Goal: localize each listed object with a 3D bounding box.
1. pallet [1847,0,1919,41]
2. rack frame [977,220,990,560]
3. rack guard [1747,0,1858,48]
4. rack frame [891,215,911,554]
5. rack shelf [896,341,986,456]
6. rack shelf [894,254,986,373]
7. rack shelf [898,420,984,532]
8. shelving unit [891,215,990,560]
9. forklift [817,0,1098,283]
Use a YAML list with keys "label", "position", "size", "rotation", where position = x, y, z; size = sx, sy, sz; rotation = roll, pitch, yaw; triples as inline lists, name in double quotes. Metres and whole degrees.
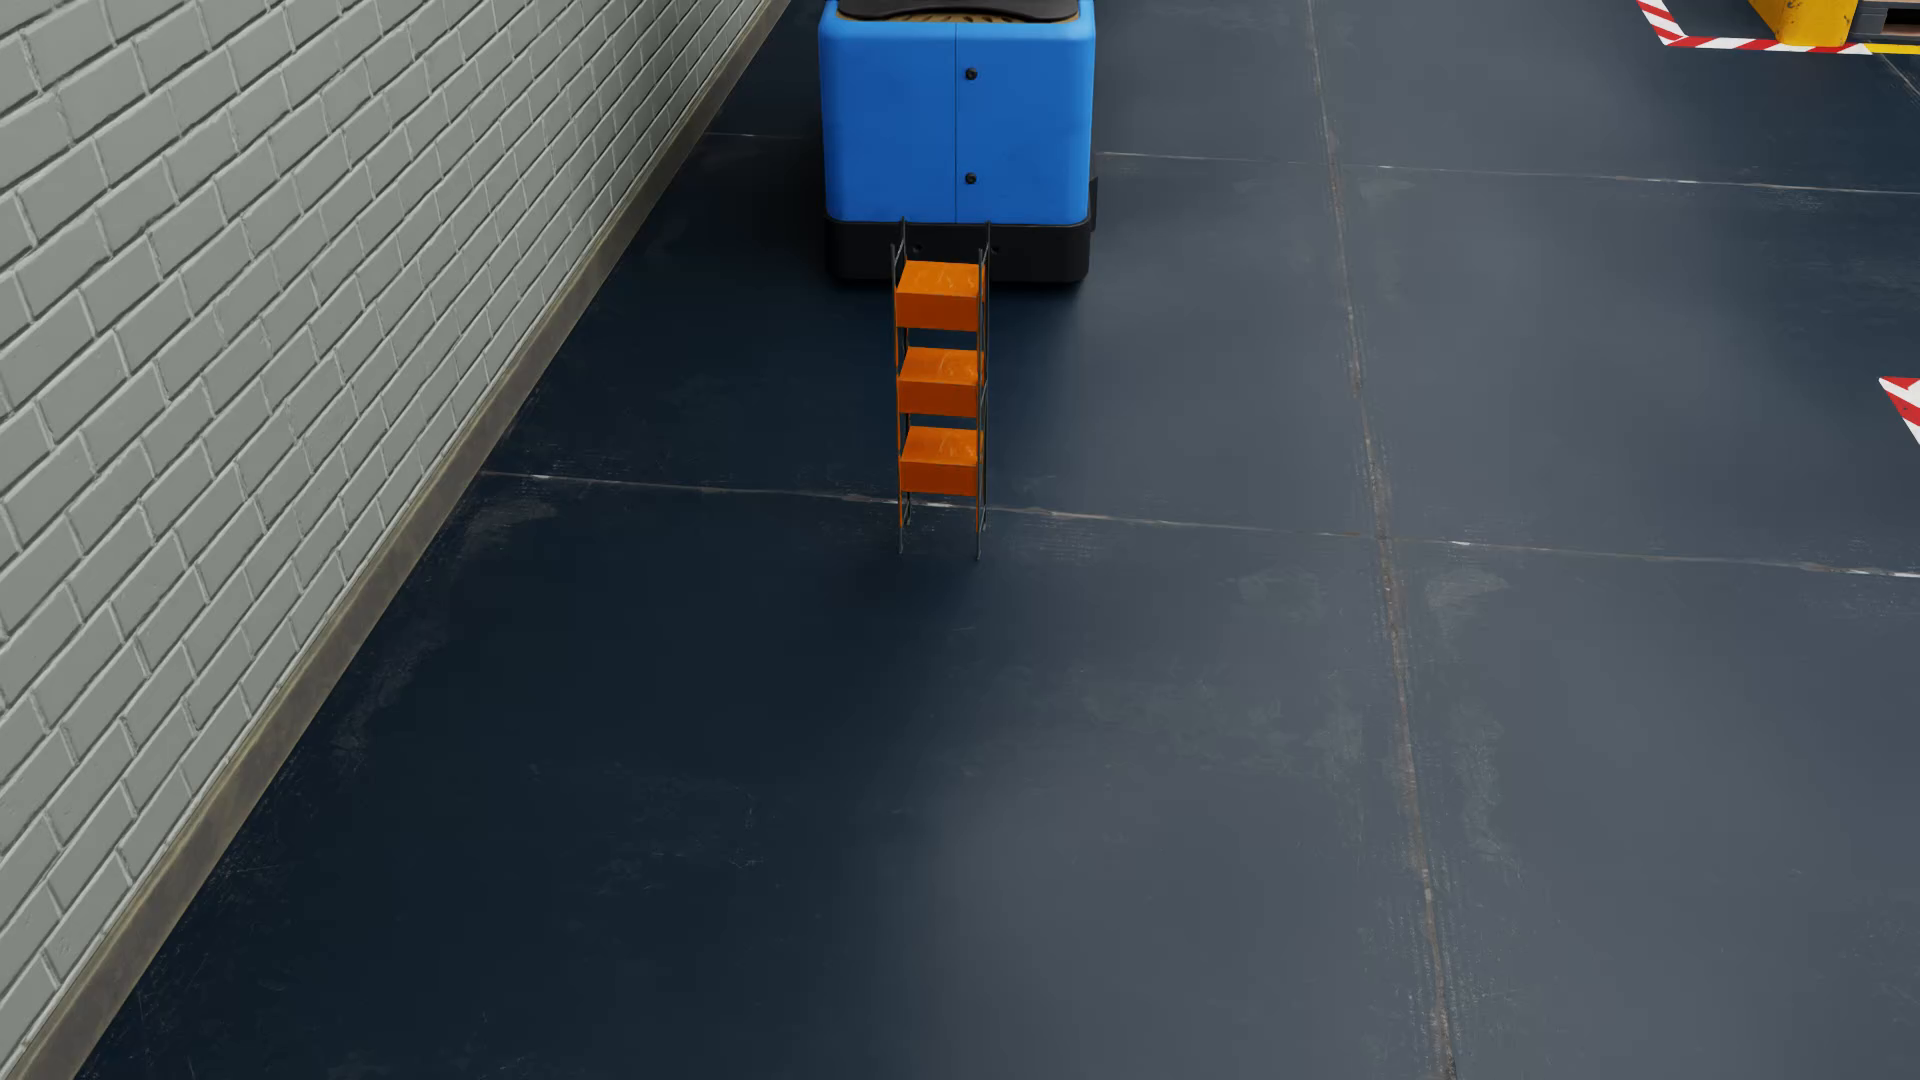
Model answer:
- label: "pallet"
  position: [5.518, -3.072, 9.373]
  size: [1.213, 0.211, 1.003]
  rotation: [4, 36, 6]
- label: "rack frame"
  position: [0.068, -0.422, 4.938]
  size: [0.008, 1.050, 0.200]
  rotation: [4, 36, 6]
- label: "rack guard"
  position: [4.691, -3.206, 9.312]
  size: [0.348, 0.500, 1.175]
  rotation: [4, 36, 6]
- label: "rack frame"
  position: [-0.174, -0.440, 4.963]
  size: [0.008, 1.050, 0.200]
  rotation: [4, 36, 6]
- label: "rack shelf"
  position: [-0.053, -0.423, 4.957]
  size: [0.240, 0.259, 0.215]
  rotation: [4, 36, 6]
- label: "rack shelf"
  position: [-0.053, -0.654, 4.792]
  size: [0.240, 0.259, 0.215]
  rotation: [4, 36, 6]
- label: "rack shelf"
  position: [-0.053, -0.196, 5.118]
  size: [0.240, 0.259, 0.215]
  rotation: [4, 36, 6]
- label: "shelving unit"
  position: [-0.053, -0.431, 4.951]
  size: [0.252, 1.050, 0.215]
  rotation: [4, 36, 6]
- label: "forklift"
  position: [0.041, -3.036, 6.980]
  size: [1.130, 2.935, 3.031]
  rotation: [1, 36, 2]
